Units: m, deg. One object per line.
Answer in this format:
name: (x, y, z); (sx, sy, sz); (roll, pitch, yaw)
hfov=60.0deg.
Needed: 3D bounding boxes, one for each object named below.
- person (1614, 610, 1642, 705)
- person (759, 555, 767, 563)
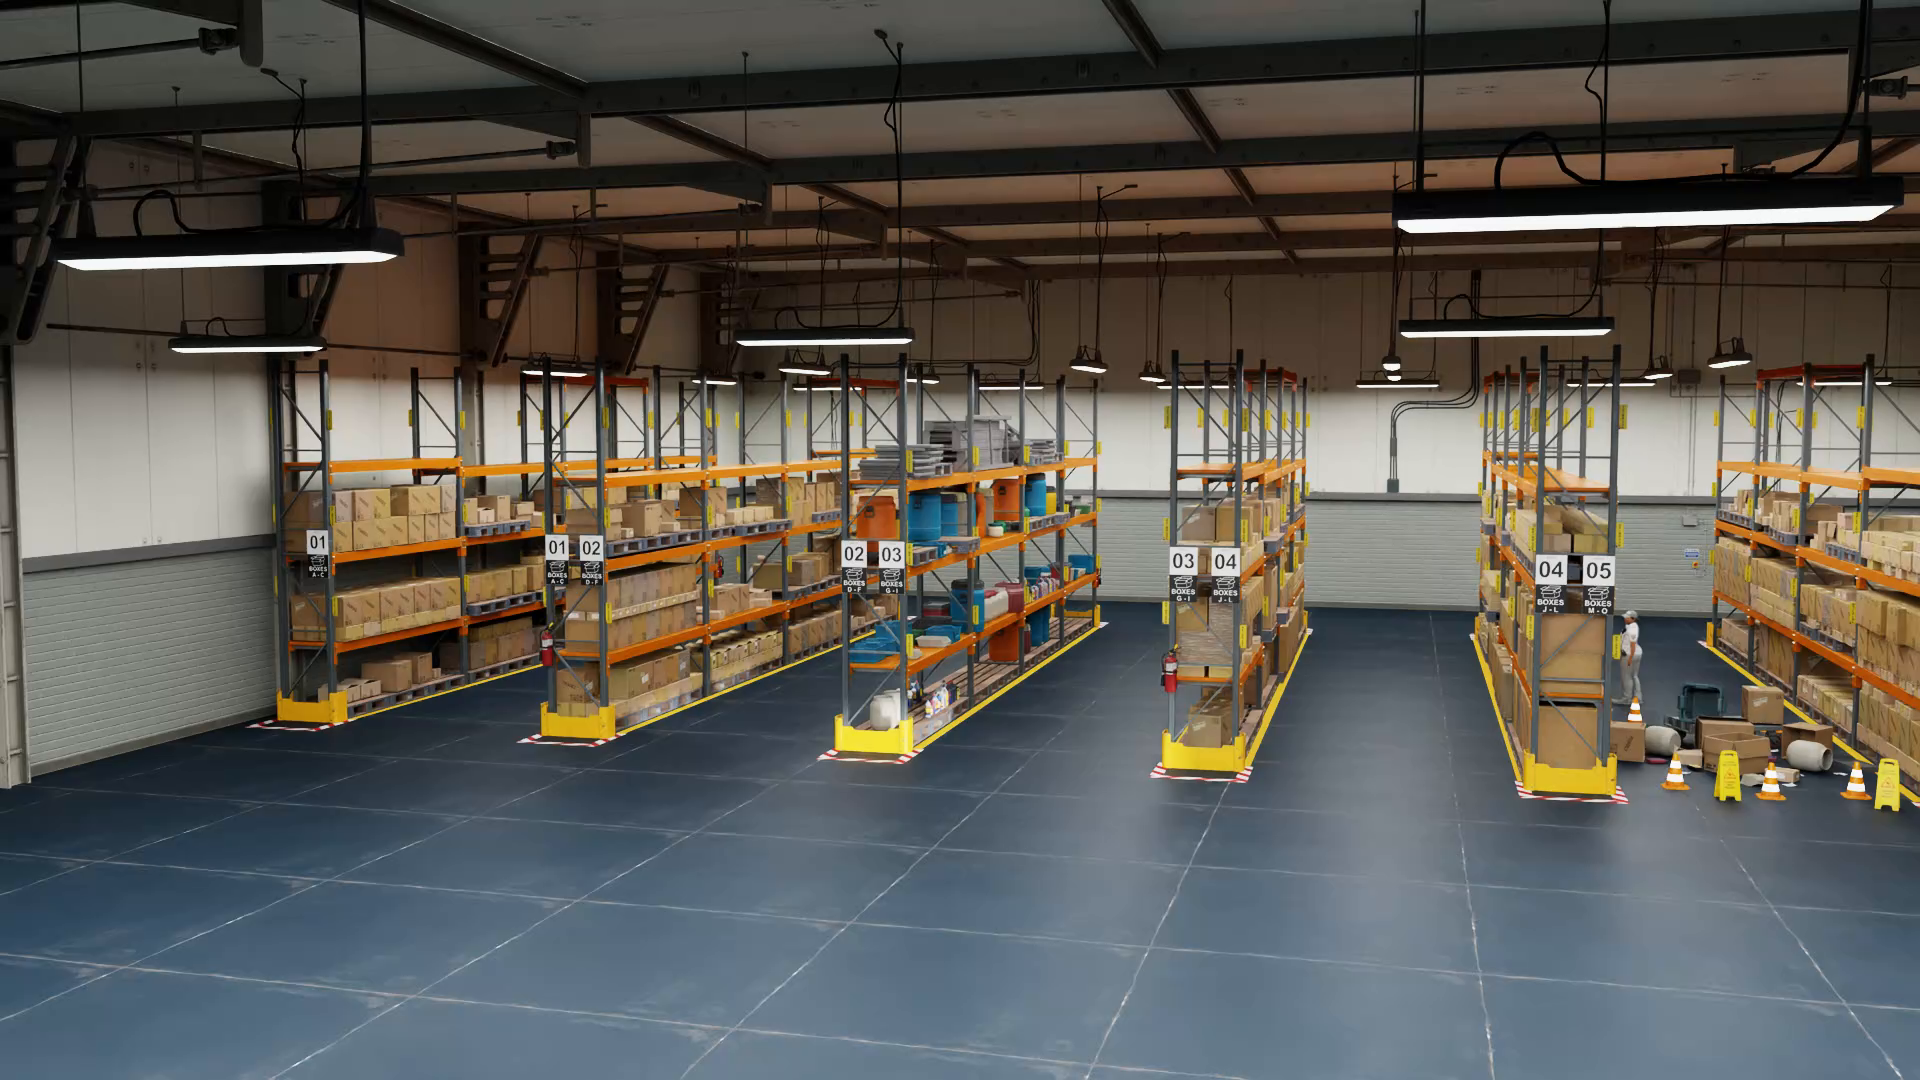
person: (11.826, 2.072, 29.351); (0.423, 1.671, 0.512); (4, 6, 42)
person: (-4.624, 1.262, 39.697); (0.589, 1.794, 0.596); (2, 5, 28)
